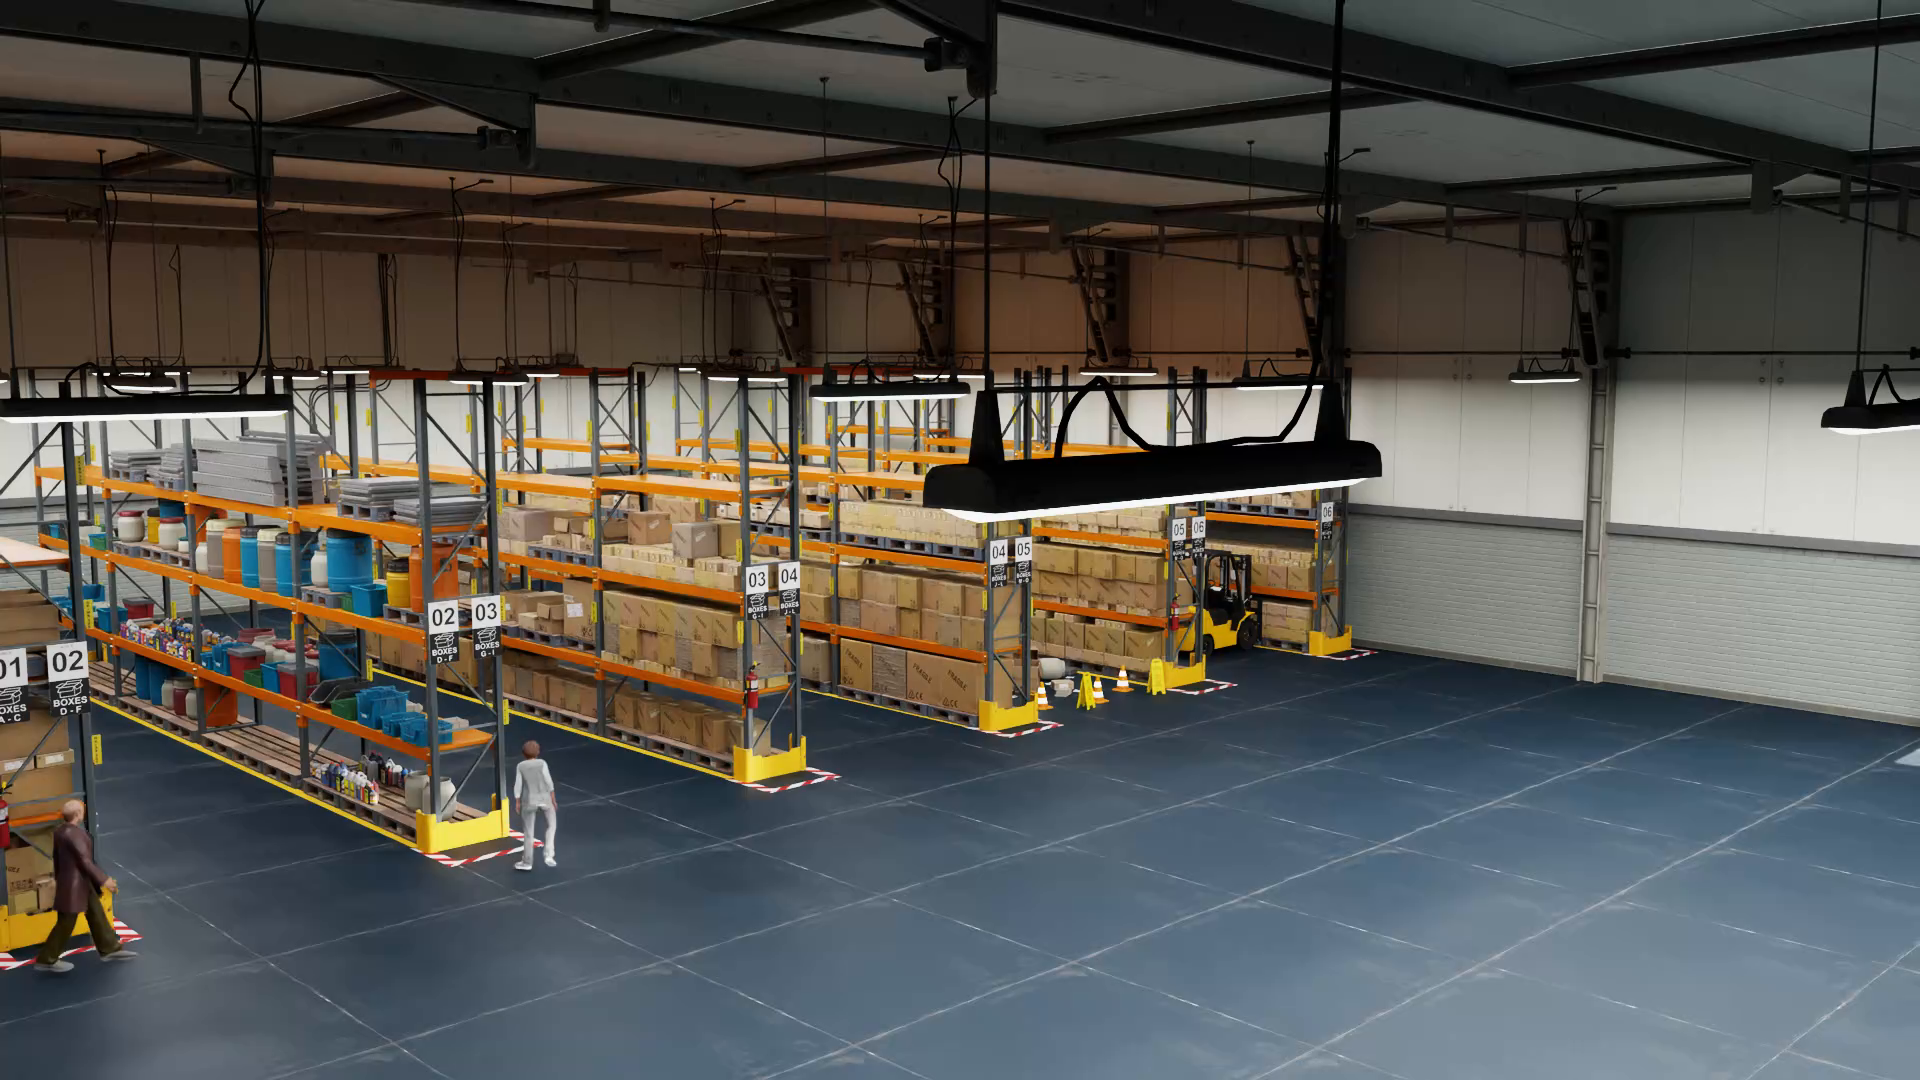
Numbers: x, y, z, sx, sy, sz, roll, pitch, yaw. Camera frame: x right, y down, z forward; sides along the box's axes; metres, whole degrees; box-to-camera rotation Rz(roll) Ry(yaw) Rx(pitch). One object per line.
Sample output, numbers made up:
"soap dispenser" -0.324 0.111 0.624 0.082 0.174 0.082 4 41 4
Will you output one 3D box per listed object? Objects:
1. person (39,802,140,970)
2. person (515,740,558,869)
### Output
"person" -8.970 3.547 17.055 0.916 1.751 0.594 -3 7 -22
"person" -5.190 3.240 20.321 0.526 1.603 0.355 -1 6 -7
